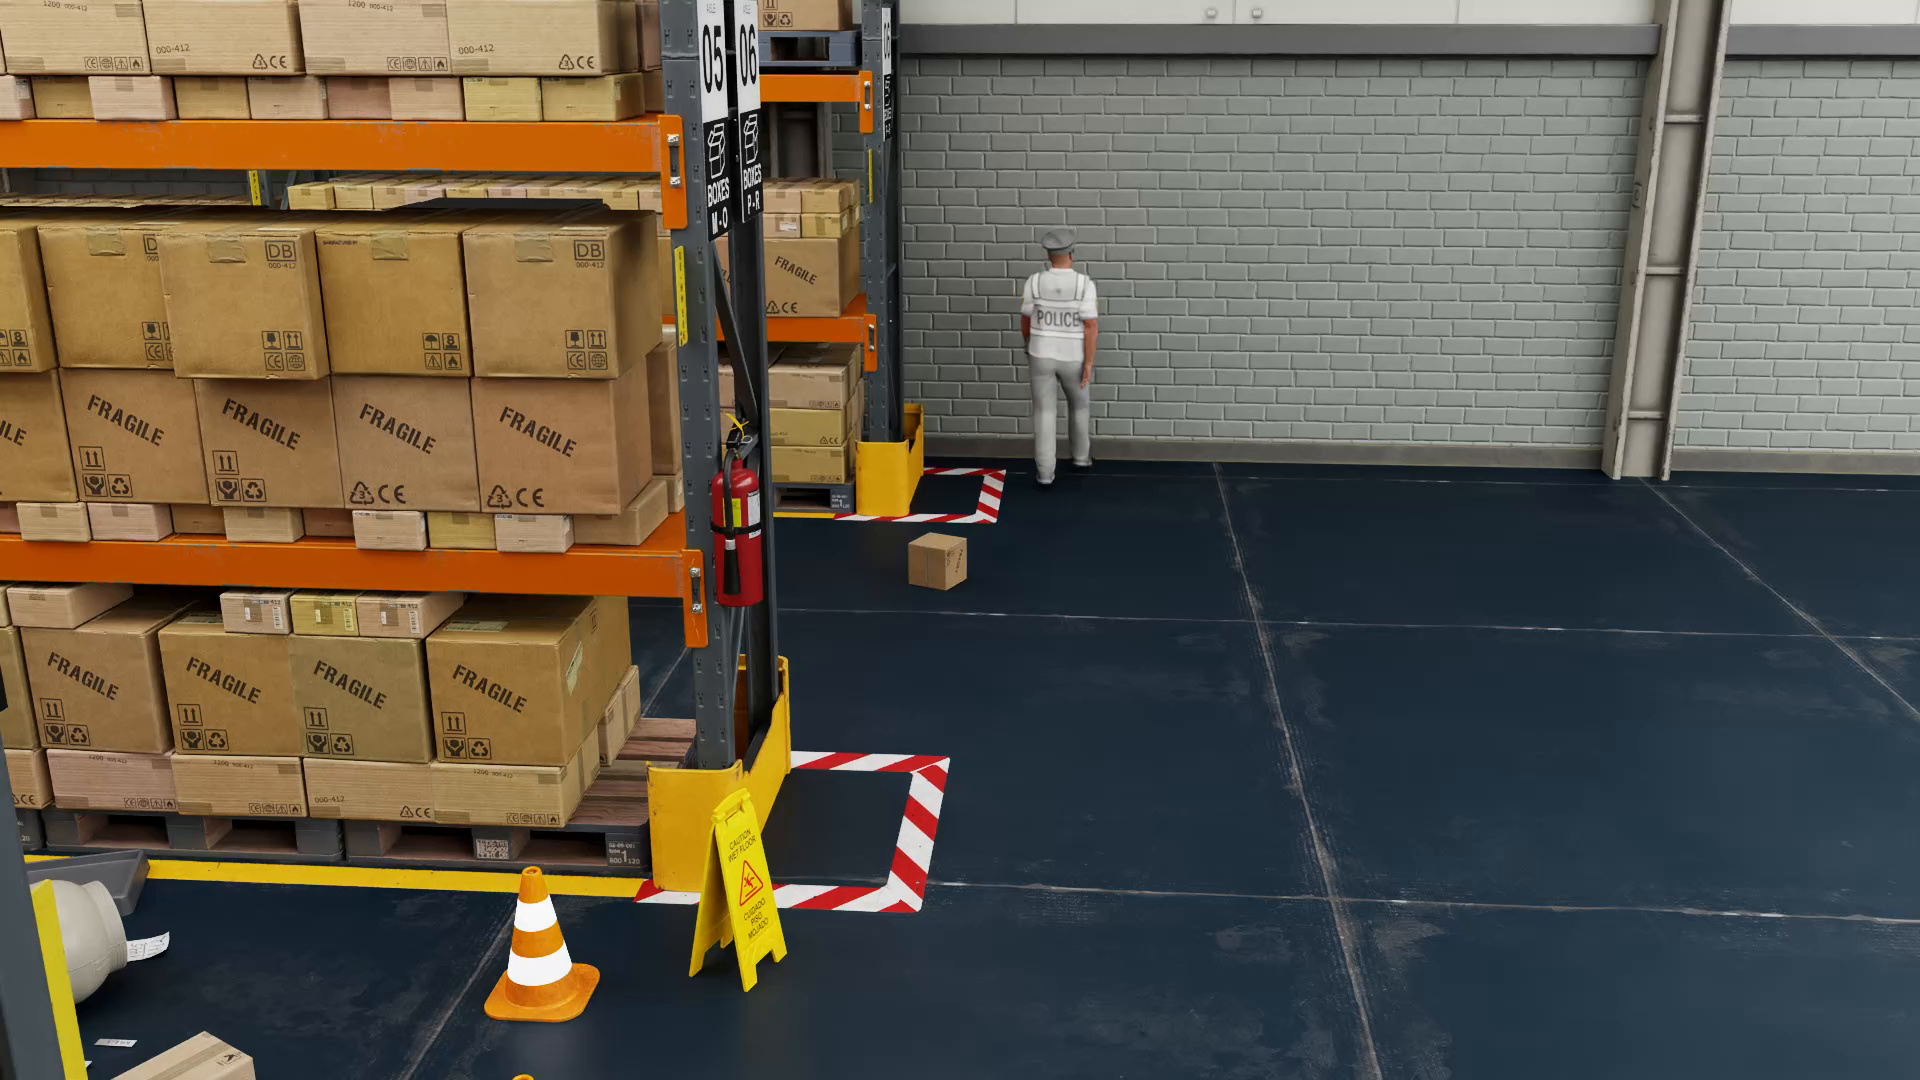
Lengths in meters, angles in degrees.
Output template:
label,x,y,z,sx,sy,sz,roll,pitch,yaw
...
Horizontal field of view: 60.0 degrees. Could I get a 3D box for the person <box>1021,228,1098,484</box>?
label,x,y,z,sx,sy,sz,roll,pitch,yaw
person,0.696,-1.306,11.645,0.538,1.764,0.824,2,17,5
